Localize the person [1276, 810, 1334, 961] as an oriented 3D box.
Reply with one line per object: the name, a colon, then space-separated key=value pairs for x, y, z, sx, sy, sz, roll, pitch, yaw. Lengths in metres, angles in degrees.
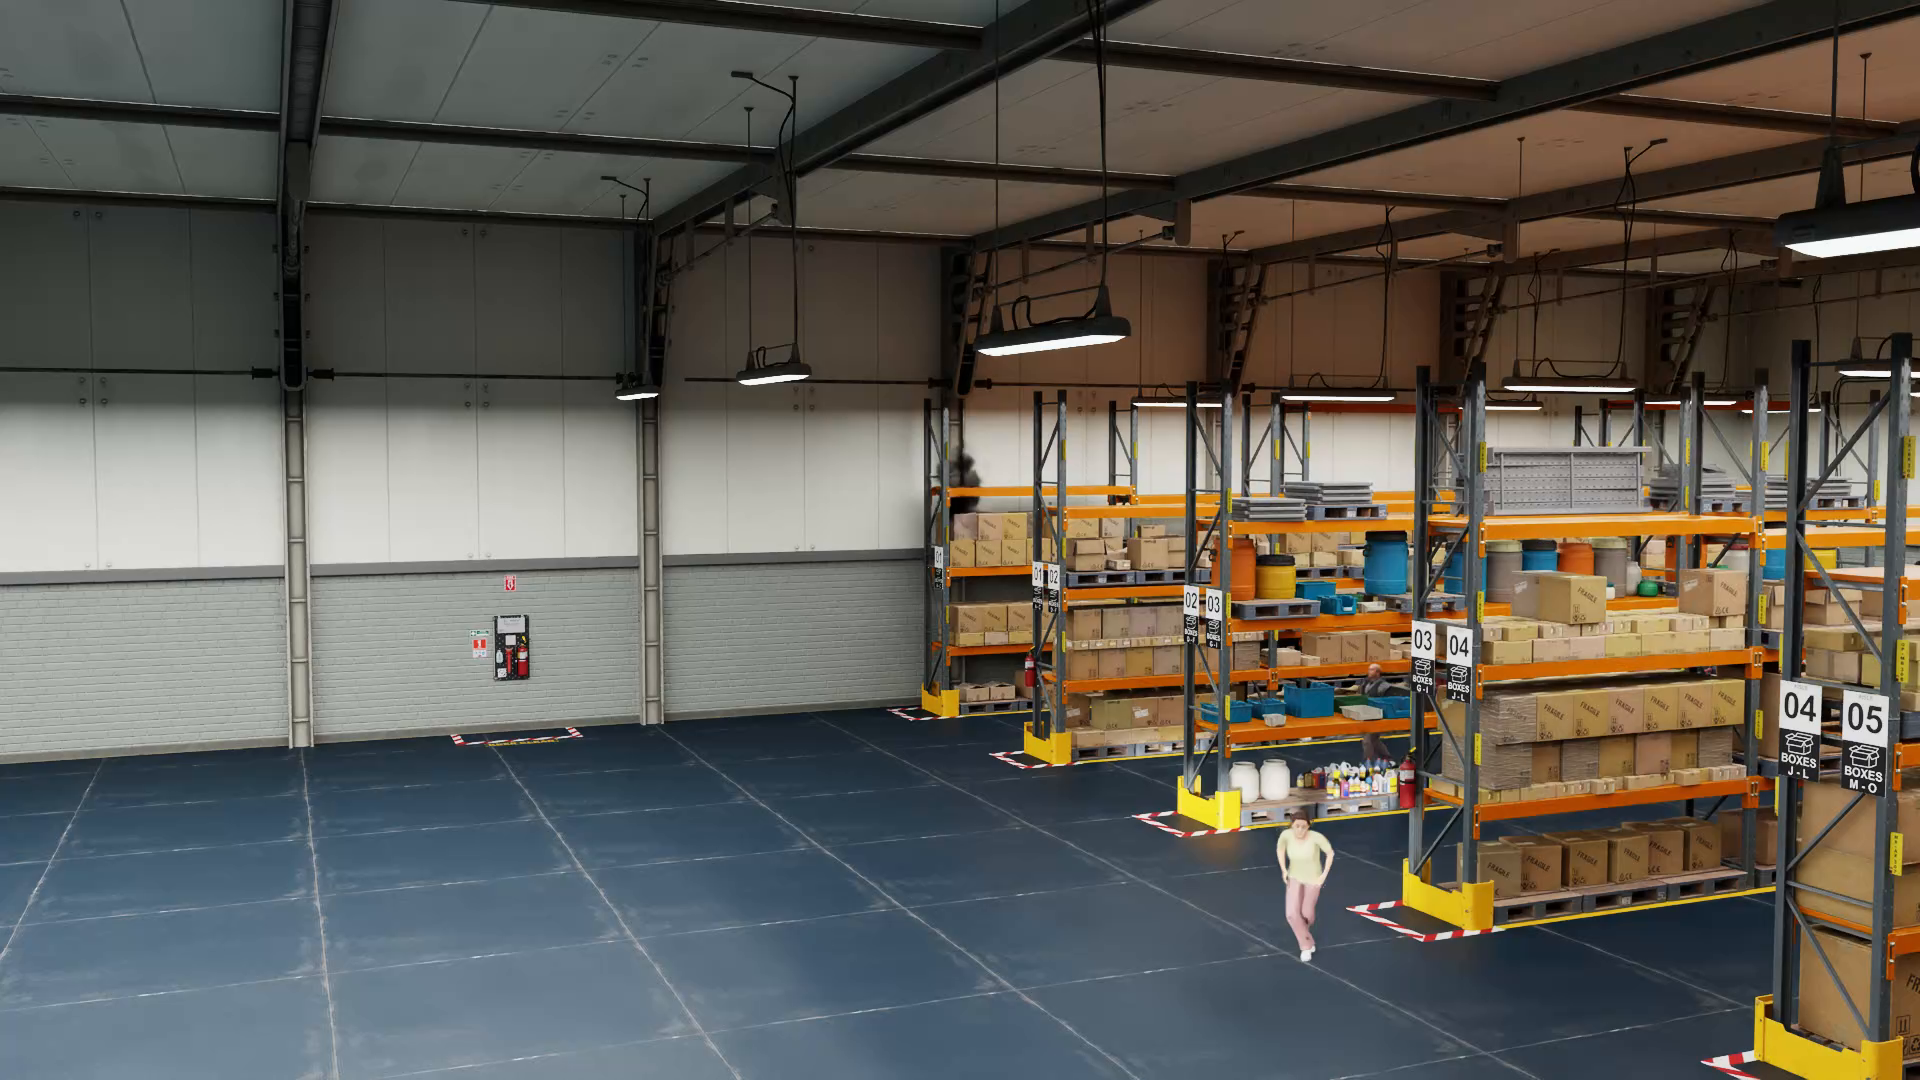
person: x=3.502 y=3.430 z=16.795 sx=0.573 sy=1.549 sz=0.920 roll=1 pitch=4 yaw=21

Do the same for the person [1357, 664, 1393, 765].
person: x=6.385 y=2.784 z=25.629 sx=0.840 sy=1.767 sz=0.635 roll=-1 pitch=4 yaw=-23
